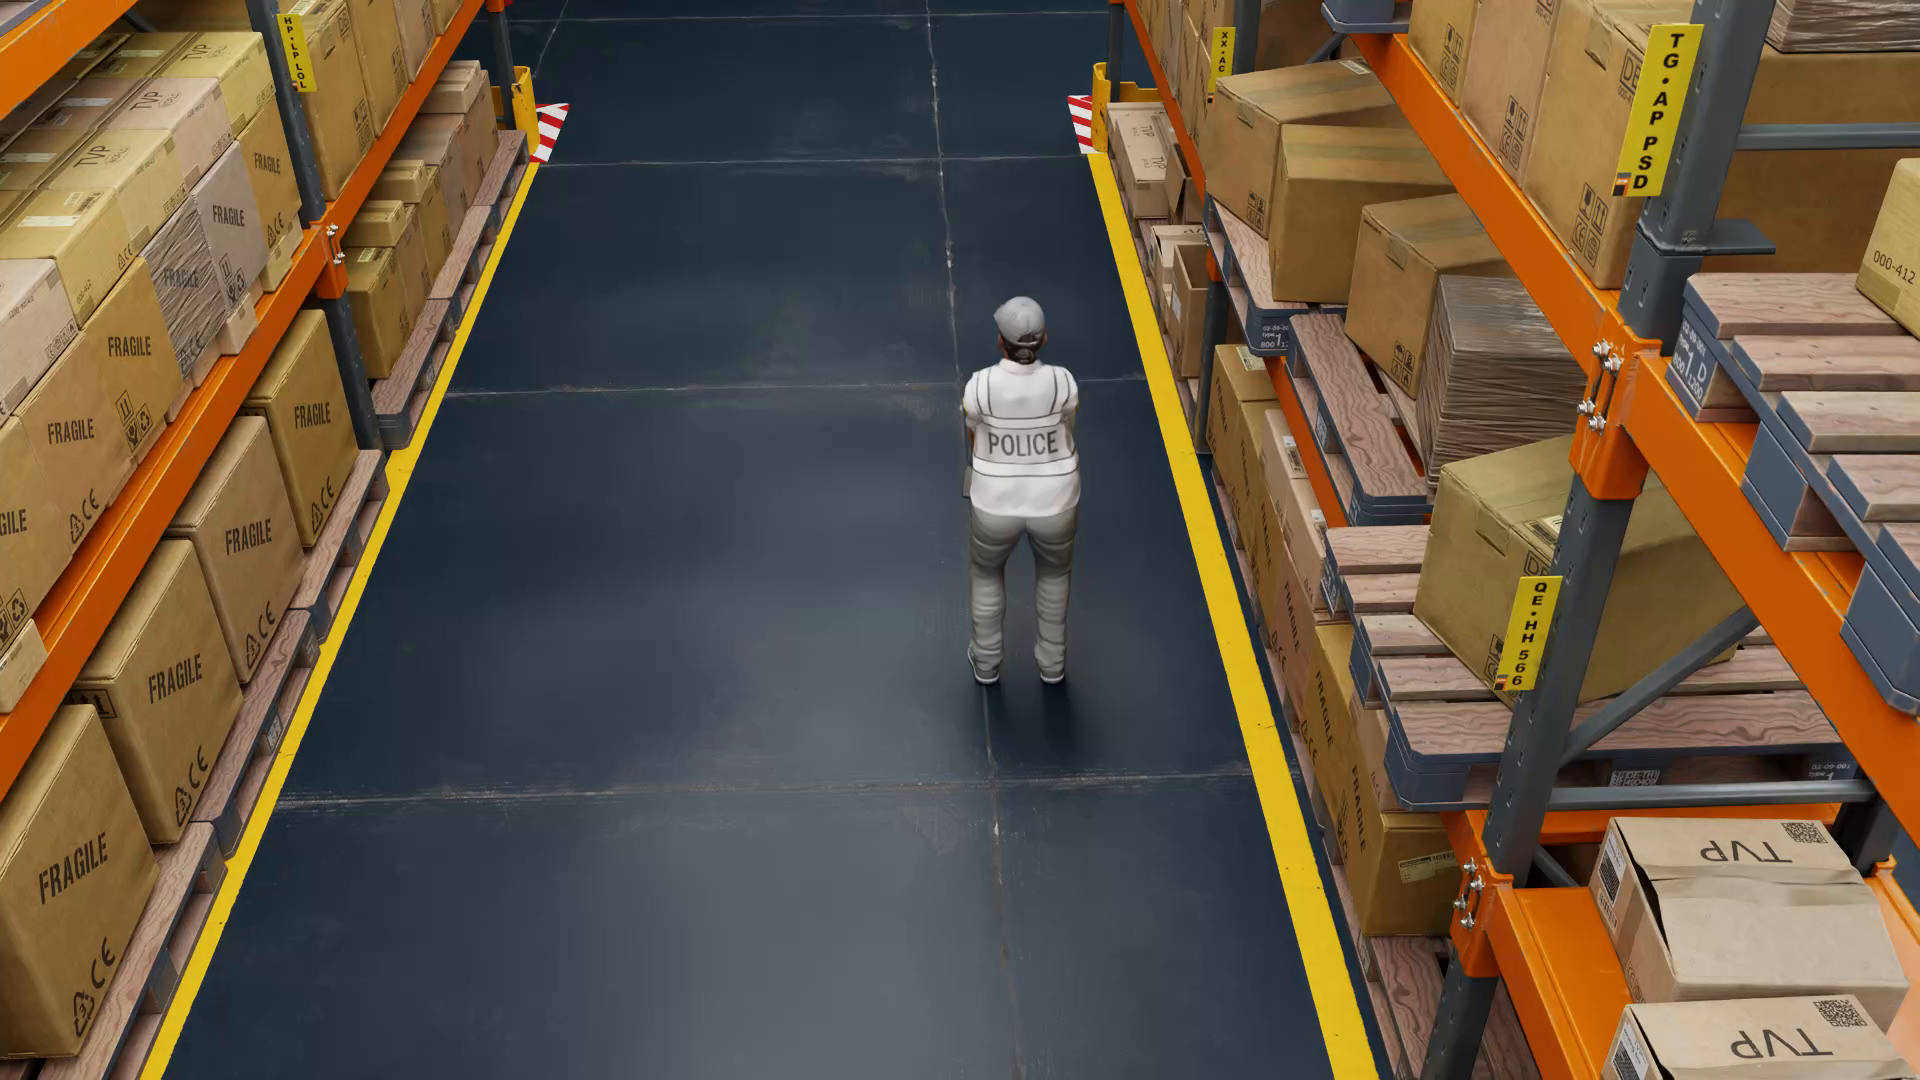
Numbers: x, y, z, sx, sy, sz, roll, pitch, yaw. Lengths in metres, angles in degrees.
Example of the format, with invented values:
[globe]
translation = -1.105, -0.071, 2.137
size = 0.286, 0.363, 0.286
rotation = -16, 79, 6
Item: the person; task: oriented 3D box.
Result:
[person]
translation = 0.228, -0.195, 6.430
size = 0.452, 1.660, 0.539
rotation = -1, 35, -2
